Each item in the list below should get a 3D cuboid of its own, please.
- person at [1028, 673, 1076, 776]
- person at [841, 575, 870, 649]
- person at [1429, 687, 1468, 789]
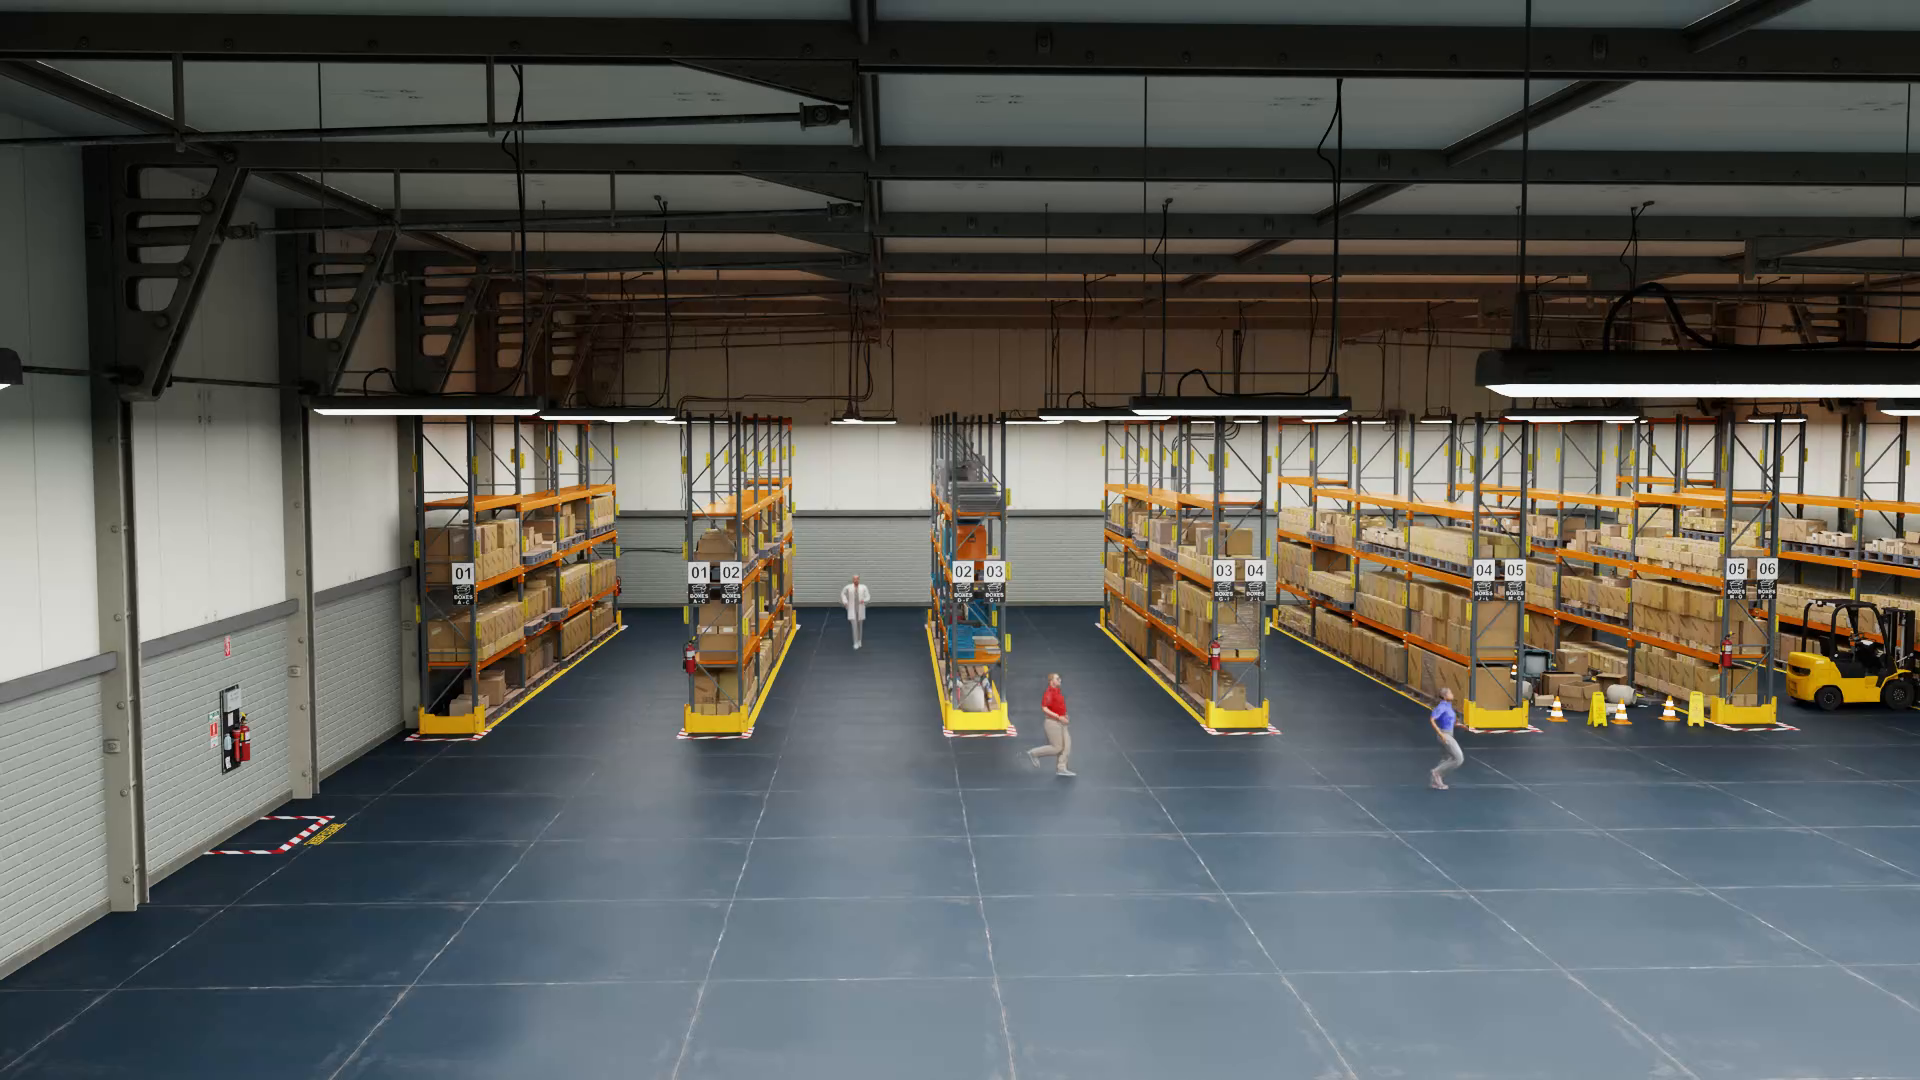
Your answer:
[{"bbox_3d":[1.524,3.024,27.278,0.784,1.696,0.662,1,4,18],"label":"person"},{"bbox_3d":[-2.568,1.760,41.049,0.713,1.817,0.850,-1,4,-7],"label":"person"},{"bbox_3d":[7.701,3.126,26.180,0.569,1.615,0.560,1,4,21],"label":"person"}]
